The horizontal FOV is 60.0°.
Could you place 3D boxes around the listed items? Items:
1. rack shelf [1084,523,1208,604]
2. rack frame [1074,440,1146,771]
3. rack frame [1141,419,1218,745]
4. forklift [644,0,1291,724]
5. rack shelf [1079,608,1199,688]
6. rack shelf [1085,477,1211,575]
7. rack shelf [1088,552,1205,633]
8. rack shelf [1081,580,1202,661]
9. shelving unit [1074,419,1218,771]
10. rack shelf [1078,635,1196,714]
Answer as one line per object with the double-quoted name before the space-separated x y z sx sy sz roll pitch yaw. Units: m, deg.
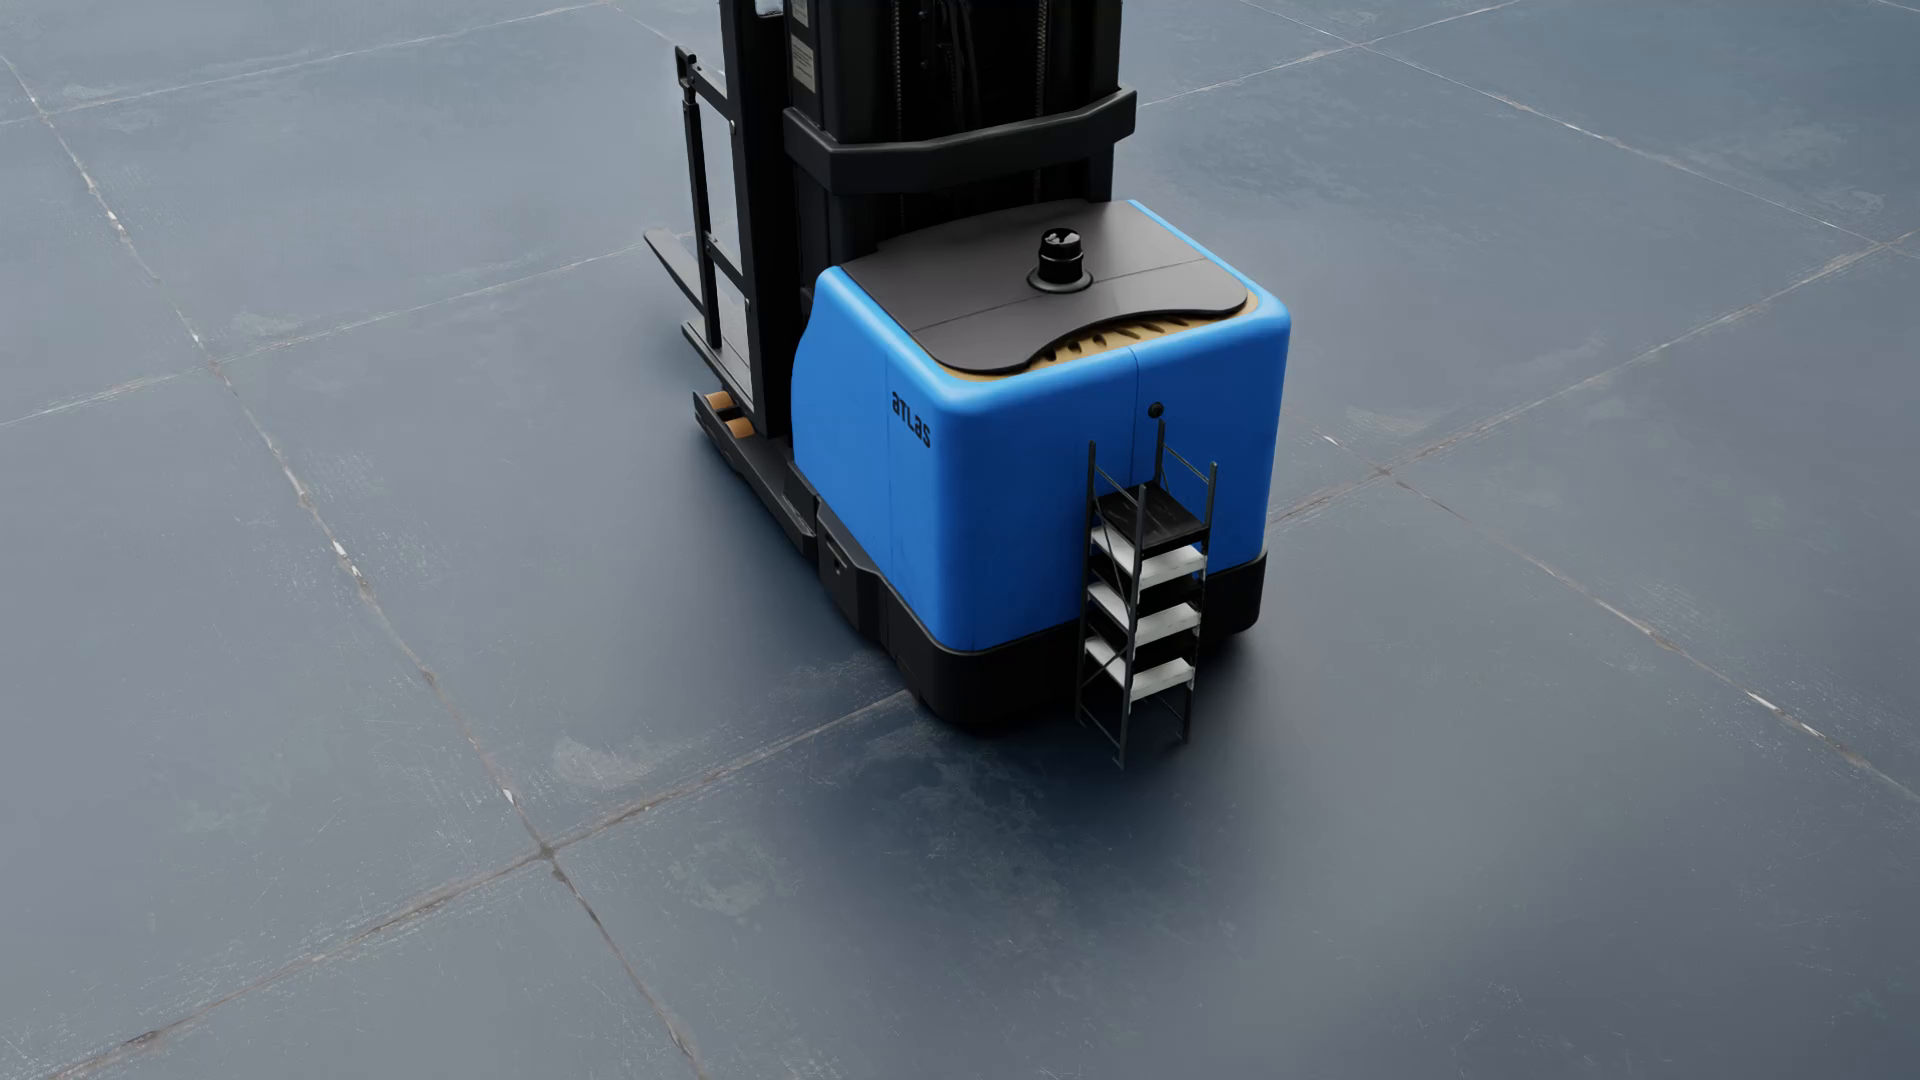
"rack shelf" 0.464 0.035 4.179 0.200 0.077 0.258 -18 39 -23
"rack frame" 0.375 0.183 4.225 0.006 0.900 0.240 -18 39 -23
"rack frame" 0.553 0.126 4.304 0.006 0.900 0.240 -18 39 -23
"forklift" -0.256 -1.543 4.885 1.130 2.935 3.031 -17 39 -22
"rack shelf" 0.464 0.254 4.337 0.200 0.077 0.258 -18 39 -23
"rack shelf" 0.464 -0.038 4.127 0.200 0.077 0.258 -18 39 -23
"rack shelf" 0.464 0.108 4.232 0.200 0.077 0.258 -18 39 -23
"rack shelf" 0.464 0.181 4.284 0.200 0.077 0.258 -18 39 -23
"shelving unit" 0.464 0.154 4.265 0.210 0.900 0.258 -18 39 -23
"rack shelf" 0.464 0.327 4.389 0.200 0.077 0.258 -18 39 -23
